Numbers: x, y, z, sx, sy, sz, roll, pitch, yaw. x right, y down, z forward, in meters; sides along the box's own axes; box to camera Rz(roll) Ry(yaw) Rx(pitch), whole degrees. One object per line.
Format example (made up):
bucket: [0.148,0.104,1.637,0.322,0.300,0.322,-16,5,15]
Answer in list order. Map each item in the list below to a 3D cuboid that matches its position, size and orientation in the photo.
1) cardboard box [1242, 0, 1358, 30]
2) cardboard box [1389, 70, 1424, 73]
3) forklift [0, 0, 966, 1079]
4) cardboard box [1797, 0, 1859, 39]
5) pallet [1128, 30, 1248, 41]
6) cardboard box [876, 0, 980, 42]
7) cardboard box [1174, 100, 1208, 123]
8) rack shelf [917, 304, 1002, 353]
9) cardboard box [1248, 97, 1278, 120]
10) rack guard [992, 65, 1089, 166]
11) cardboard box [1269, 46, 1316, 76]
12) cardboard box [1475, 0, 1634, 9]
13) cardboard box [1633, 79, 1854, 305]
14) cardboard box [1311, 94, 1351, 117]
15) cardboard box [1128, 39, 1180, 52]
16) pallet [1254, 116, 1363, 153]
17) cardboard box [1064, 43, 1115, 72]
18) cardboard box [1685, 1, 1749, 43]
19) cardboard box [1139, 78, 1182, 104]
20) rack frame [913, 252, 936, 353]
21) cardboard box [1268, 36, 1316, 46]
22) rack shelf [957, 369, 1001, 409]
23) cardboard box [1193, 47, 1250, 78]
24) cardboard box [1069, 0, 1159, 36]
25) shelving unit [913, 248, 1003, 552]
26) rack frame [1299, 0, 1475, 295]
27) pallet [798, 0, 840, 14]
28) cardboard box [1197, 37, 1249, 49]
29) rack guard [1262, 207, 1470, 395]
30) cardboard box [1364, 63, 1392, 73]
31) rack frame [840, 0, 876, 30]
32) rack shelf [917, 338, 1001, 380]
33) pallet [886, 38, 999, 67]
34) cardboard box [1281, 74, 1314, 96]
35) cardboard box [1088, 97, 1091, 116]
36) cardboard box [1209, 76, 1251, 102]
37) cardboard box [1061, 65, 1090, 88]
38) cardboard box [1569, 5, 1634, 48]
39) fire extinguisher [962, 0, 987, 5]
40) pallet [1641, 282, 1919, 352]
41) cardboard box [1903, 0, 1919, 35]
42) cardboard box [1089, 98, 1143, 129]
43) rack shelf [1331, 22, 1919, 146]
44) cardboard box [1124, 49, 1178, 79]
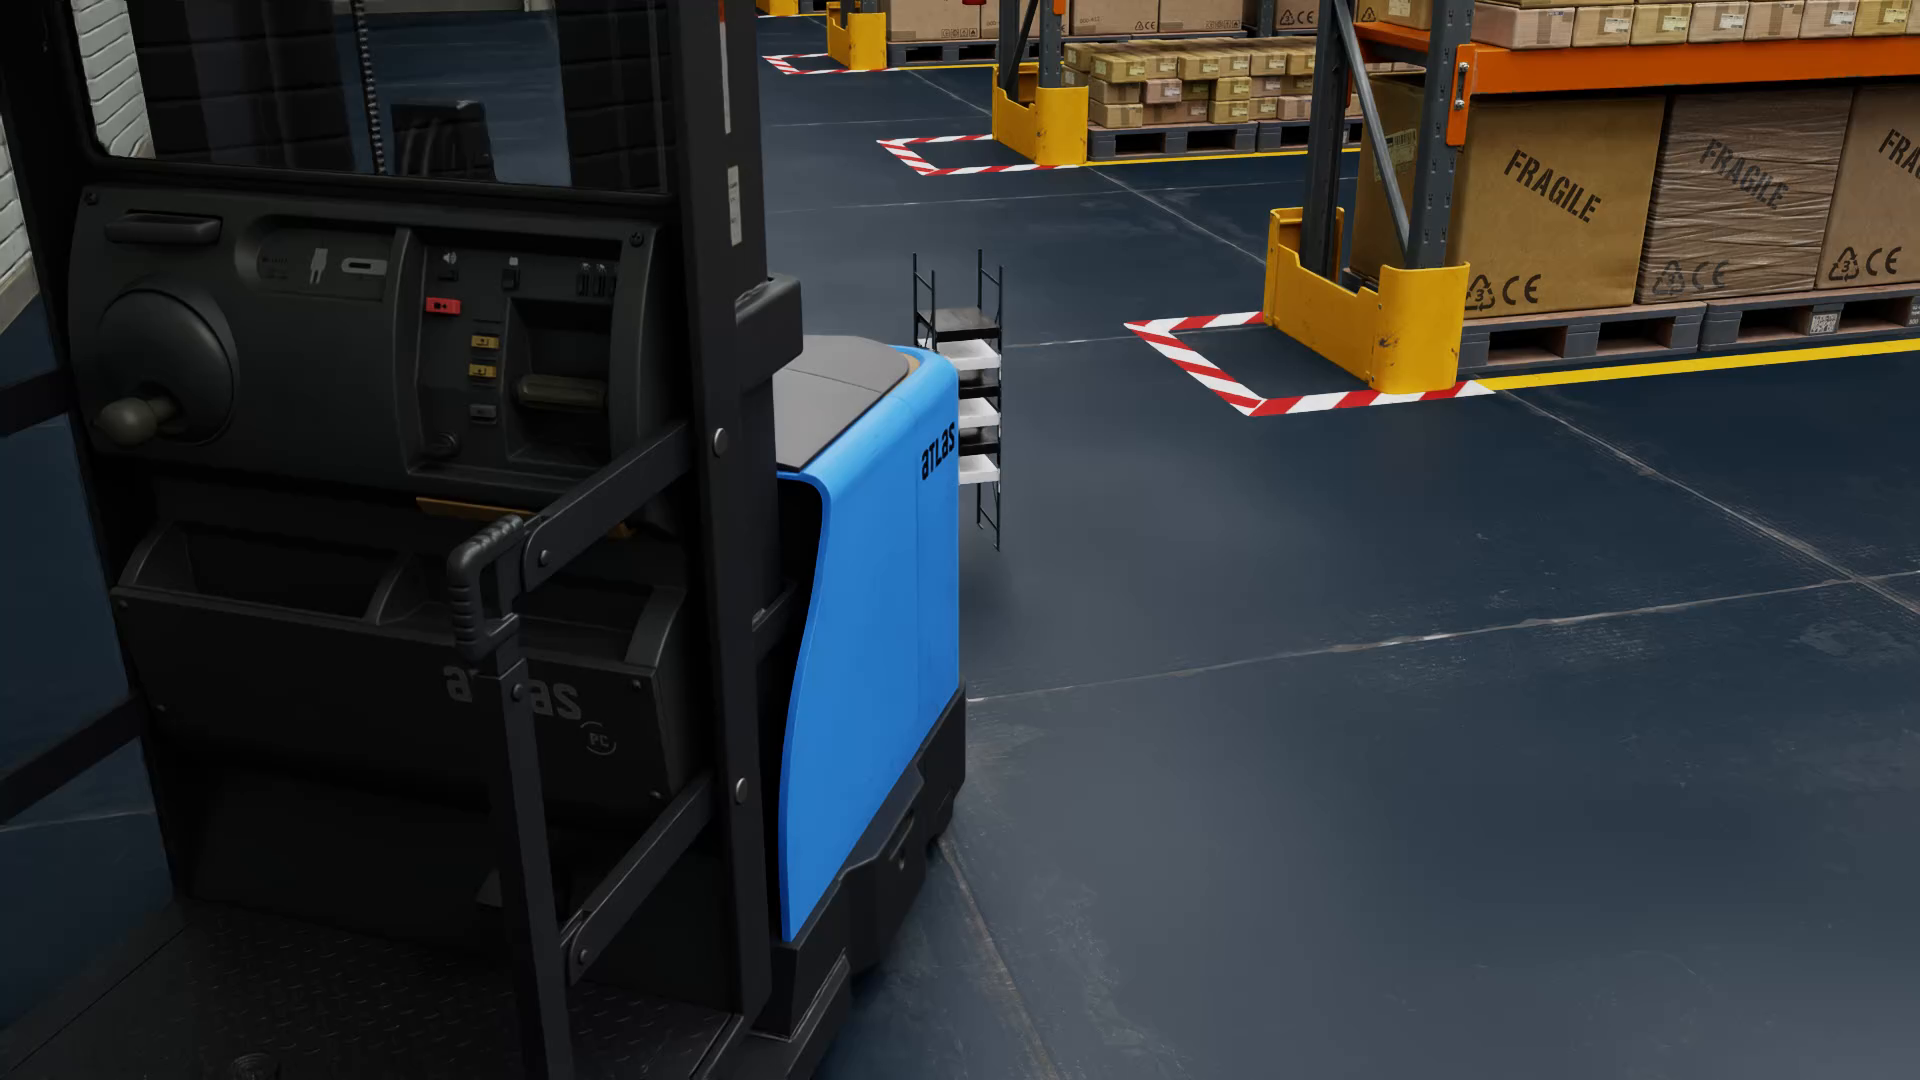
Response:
cardboard box: [3.459,-5.692,16.874,0.875,0.875,0.875,-6,24,-13]
cardboard box: [3.082,-3.283,11.804,0.250,0.149,0.380,-6,24,-13]
forklift: [-0.913,-0.259,2.137,1.130,2.935,3.031,7,24,16]
cardboard box: [3.377,-2.126,6.719,0.250,0.149,0.380,-7,24,-15]
pallet: [2.130,-5.047,16.744,1.213,0.211,1.003,-6,24,-14]
cardboard box: [-0.360,-5.077,15.995,0.875,0.438,0.875,-7,24,-16]
cardboard box: [1.525,-2.990,11.497,0.250,0.149,0.380,-6,24,-14]
rack shelf: [-0.008,-0.630,4.977,0.200,0.077,0.258,-6,24,-14]
cardboard box: [2.020,-3.039,11.611,0.250,0.149,0.380,-6,24,-14]
rack guard: [0.540,-2.944,11.478,0.348,0.500,1.175,-6,24,-14]
cardboard box: [2.324,-3.316,11.501,0.250,0.149,0.380,-6,24,-14]
cardboard box: [2.244,-2.207,6.403,0.500,0.250,0.500,-7,24,-16]
cardboard box: [3.180,-1.603,7.344,0.875,0.875,0.875,-6,24,-14]
cardboard box: [2.543,-3.072,11.688,0.250,0.149,0.380,-6,24,-14]
cardboard box: [1.380,-3.474,11.872,0.250,0.149,0.380,-7,24,-16]
pallet: [2.504,-3.013,12.004,1.213,0.211,1.003,-6,24,-14]
cardboard box: [0.908,-3.394,11.683,0.250,0.149,0.380,-6,24,-14]
cardboard box: [2.884,-2.072,6.592,0.250,0.149,0.380,-7,24,-15]
cardboard box: [1.319,-3.070,11.307,0.250,0.149,0.380,-6,24,-15]
rack frame: [-0.106,-0.402,5.045,0.006,0.900,0.240,-6,24,-14]
cardboard box: [2.419,-3.552,12.053,0.250,0.149,0.380,-6,24,-14]
rack shelf: [-0.008,-0.465,5.048,0.200,0.077,0.258,-6,24,-14]
cardboard box: [1.789,-3.279,11.416,0.250,0.149,0.380,-8,24,-17]
cardboard box: [1.388,-5.273,16.452,0.875,0.438,0.875,-7,24,-16]
shelving unit: [-0.008,-0.413,5.071,0.210,0.900,0.258,-6,24,-14]
rack frame: [1.709,-2.191,6.552,0.127,3.000,1.000,-6,24,-14]
pallet: [-1.472,-6.649,20.479,1.213,0.211,1.003,-6,24,-14]
cardboard box: [1.890,-3.528,11.996,0.250,0.149,0.380,-5,24,-12]
rack guard: [1.686,-1.040,7.039,0.348,0.500,1.175,-6,24,-14]
cardboard box: [2.810,-3.364,11.613,0.250,0.149,0.380,-7,24,-16]
rack frame: [-0.968,-5.953,15.321,0.127,3.000,1.000,-6,24,-14]
rack shelf: [-0.008,-0.547,5.013,0.200,0.077,0.258,-6,24,-14]
pallet: [-0.219,-4.787,16.138,1.213,0.211,1.003,-6,24,-14]
cardboard box: [2.287,-3.225,11.668,0.250,0.149,0.380,-5,24,-12]
cardboard box: [0.917,-3.103,11.760,0.250,0.149,0.380,-6,24,-13]
cardboard box: [1.807,-3.116,11.414,0.250,0.149,0.380,-6,24,-13]
cardboard box: [0.898,-3.269,11.770,0.250,0.149,0.380,-7,24,-16]
cardboard box: [2.387,-2.016,6.463,0.250,0.149,0.380,-7,24,-15]
fire extinguisher: [0.099,-4.026,11.400,0.183,0.674,0.296,-6,24,-14]
pallet: [3.630,-1.153,7.669,1.213,0.211,1.003,-6,24,-14]
cardboard box: [3.873,-2.181,6.847,0.250,0.149,0.380,-6,24,-14]
cardboard box: [1.057,-2.902,11.292,0.250,0.149,0.380,-6,24,-13]
rack shelf: [3.635,-2.073,7.190,4.000,0.370,1.077,-6,24,-14]
cardboard box: [1.296,-3.243,11.332,0.250,0.149,0.380,-6,24,-13]
